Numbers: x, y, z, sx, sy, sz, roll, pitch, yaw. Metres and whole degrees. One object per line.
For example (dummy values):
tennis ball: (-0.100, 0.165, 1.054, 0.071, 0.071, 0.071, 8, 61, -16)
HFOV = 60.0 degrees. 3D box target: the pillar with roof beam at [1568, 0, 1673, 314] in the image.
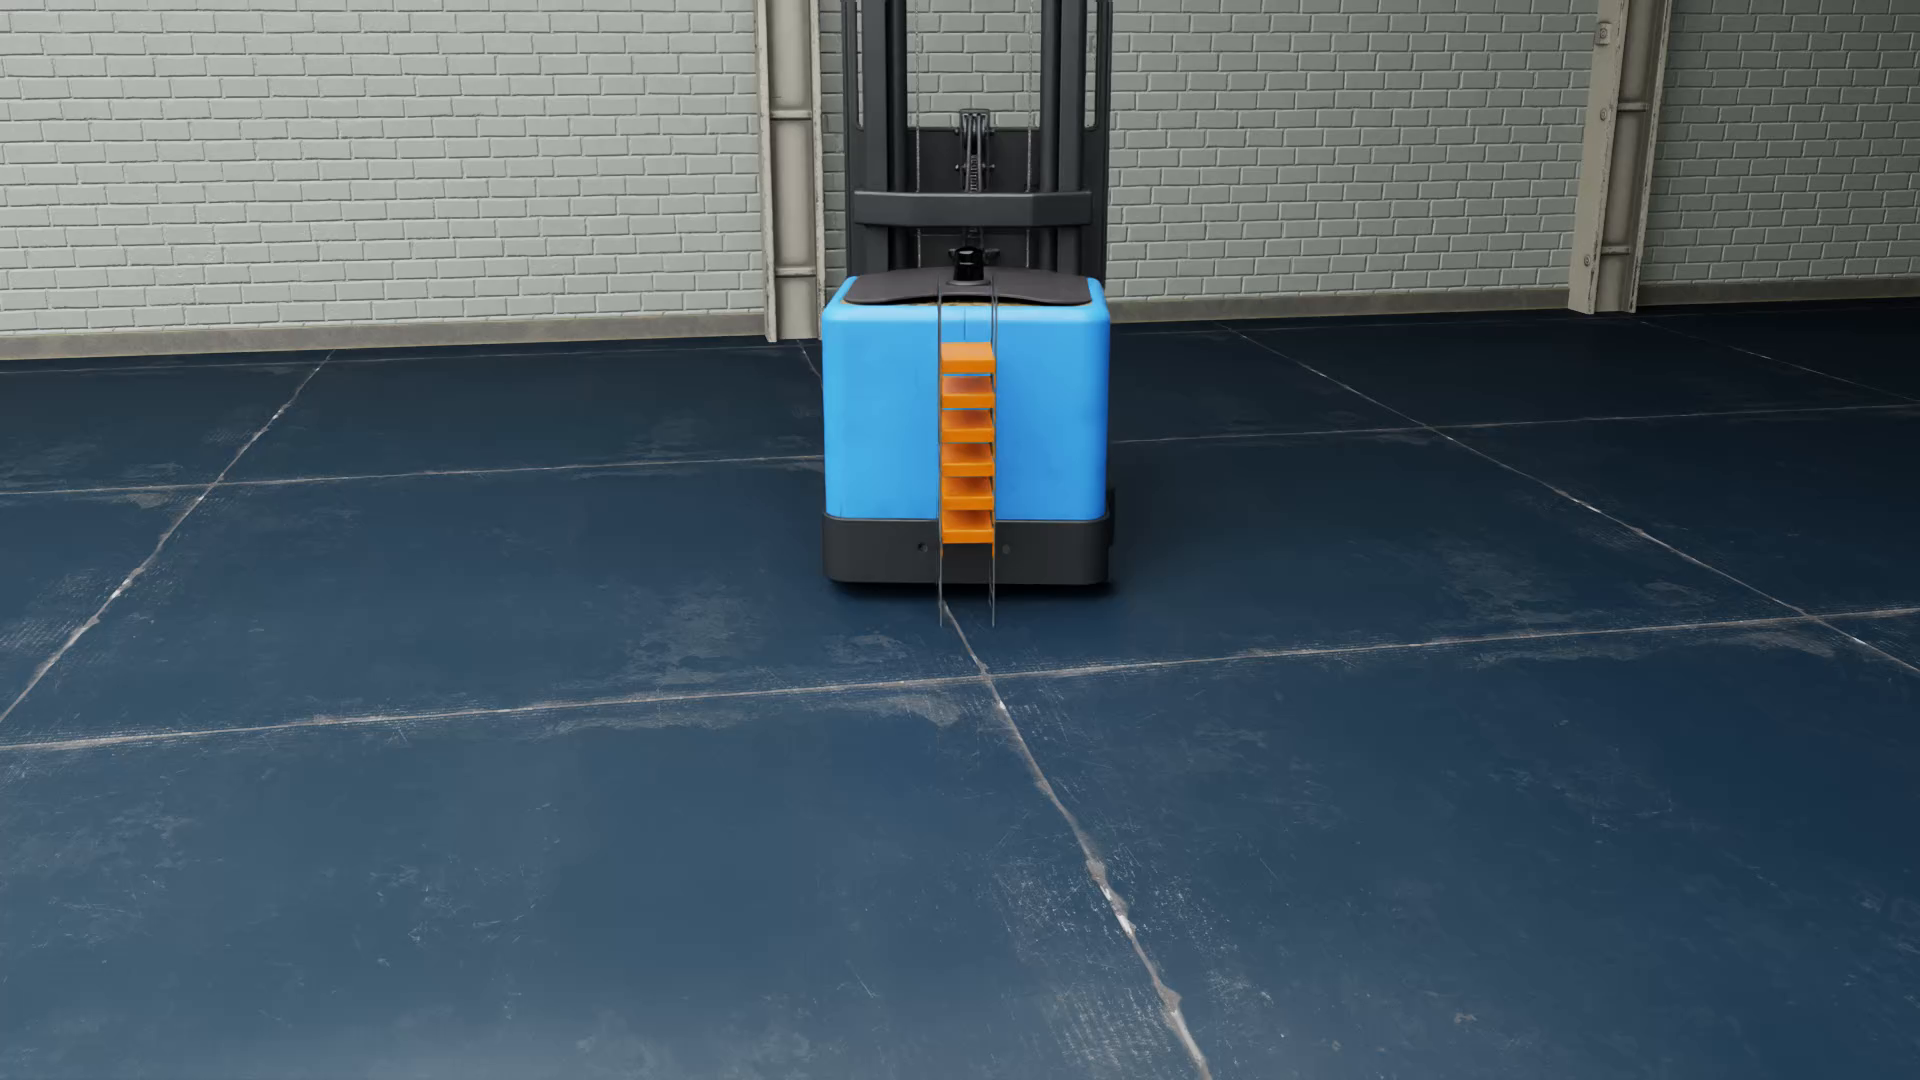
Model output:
pillar with roof beam: (5.592, -4.775, 7.033, 0.400, 9.000, 9.100, -3, 17, -10)

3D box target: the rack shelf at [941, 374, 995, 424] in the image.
rack shelf: (0.022, -0.481, 5.642, 0.180, 0.103, 0.258, -1, 21, -2)

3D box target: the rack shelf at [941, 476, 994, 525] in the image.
rack shelf: (0.022, -0.144, 5.769, 0.180, 0.103, 0.258, -1, 21, -2)

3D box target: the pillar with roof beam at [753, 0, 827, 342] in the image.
pillar with roof beam: (-0.299, -4.441, 5.945, 0.400, 9.000, 9.100, -3, 17, -10)

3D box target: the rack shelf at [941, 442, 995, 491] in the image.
rack shelf: (0.022, -0.256, 5.726, 0.180, 0.103, 0.258, -1, 21, -2)

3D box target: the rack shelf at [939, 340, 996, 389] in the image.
rack shelf: (0.023, -0.593, 5.599, 0.180, 0.103, 0.258, -1, 21, -2)

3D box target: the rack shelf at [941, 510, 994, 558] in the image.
rack shelf: (0.021, -0.032, 5.811, 0.180, 0.103, 0.258, -1, 21, -2)

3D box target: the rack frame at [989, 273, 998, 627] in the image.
rack frame: (0.113, -0.299, 5.714, 0.006, 1.200, 0.240, -1, 21, -2)

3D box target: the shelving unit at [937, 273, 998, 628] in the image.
shelving unit: (0.022, -0.298, 5.711, 0.189, 1.200, 0.258, -1, 21, -2)

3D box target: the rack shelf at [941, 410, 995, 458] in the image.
rack shelf: (0.022, -0.368, 5.684, 0.180, 0.103, 0.258, -1, 21, -2)

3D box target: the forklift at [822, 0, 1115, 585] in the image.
forklift: (0.078, -1.617, 7.084, 1.130, 2.935, 3.031, 1, 17, 2)

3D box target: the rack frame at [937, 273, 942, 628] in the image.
rack frame: (-0.069, -0.297, 5.707, 0.006, 1.200, 0.240, -1, 21, -2)
